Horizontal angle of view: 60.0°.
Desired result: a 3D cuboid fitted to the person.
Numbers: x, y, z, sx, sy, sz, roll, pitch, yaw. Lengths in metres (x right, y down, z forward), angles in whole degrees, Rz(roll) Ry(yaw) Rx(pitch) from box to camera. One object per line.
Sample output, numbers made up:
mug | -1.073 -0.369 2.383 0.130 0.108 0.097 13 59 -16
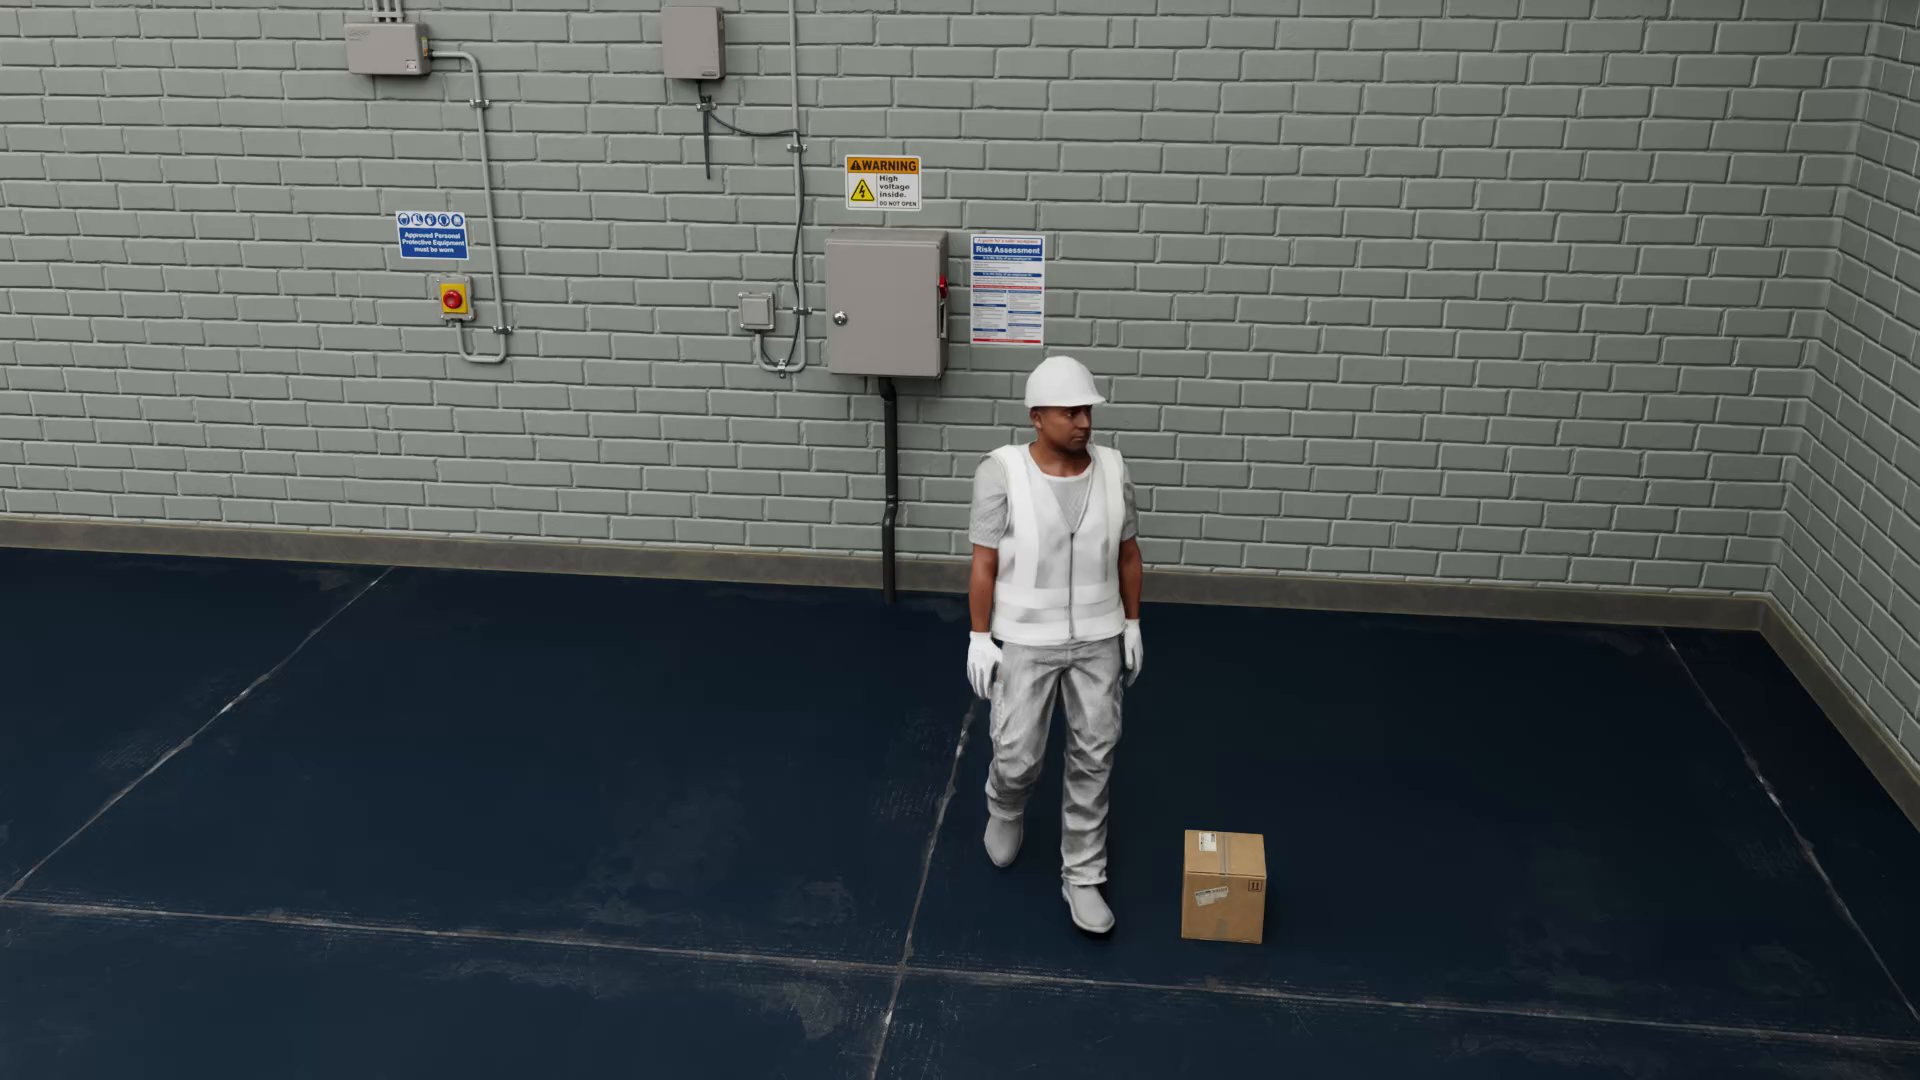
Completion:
person | 0.320 0.324 5.186 0.592 1.772 0.634 -5 22 -14
